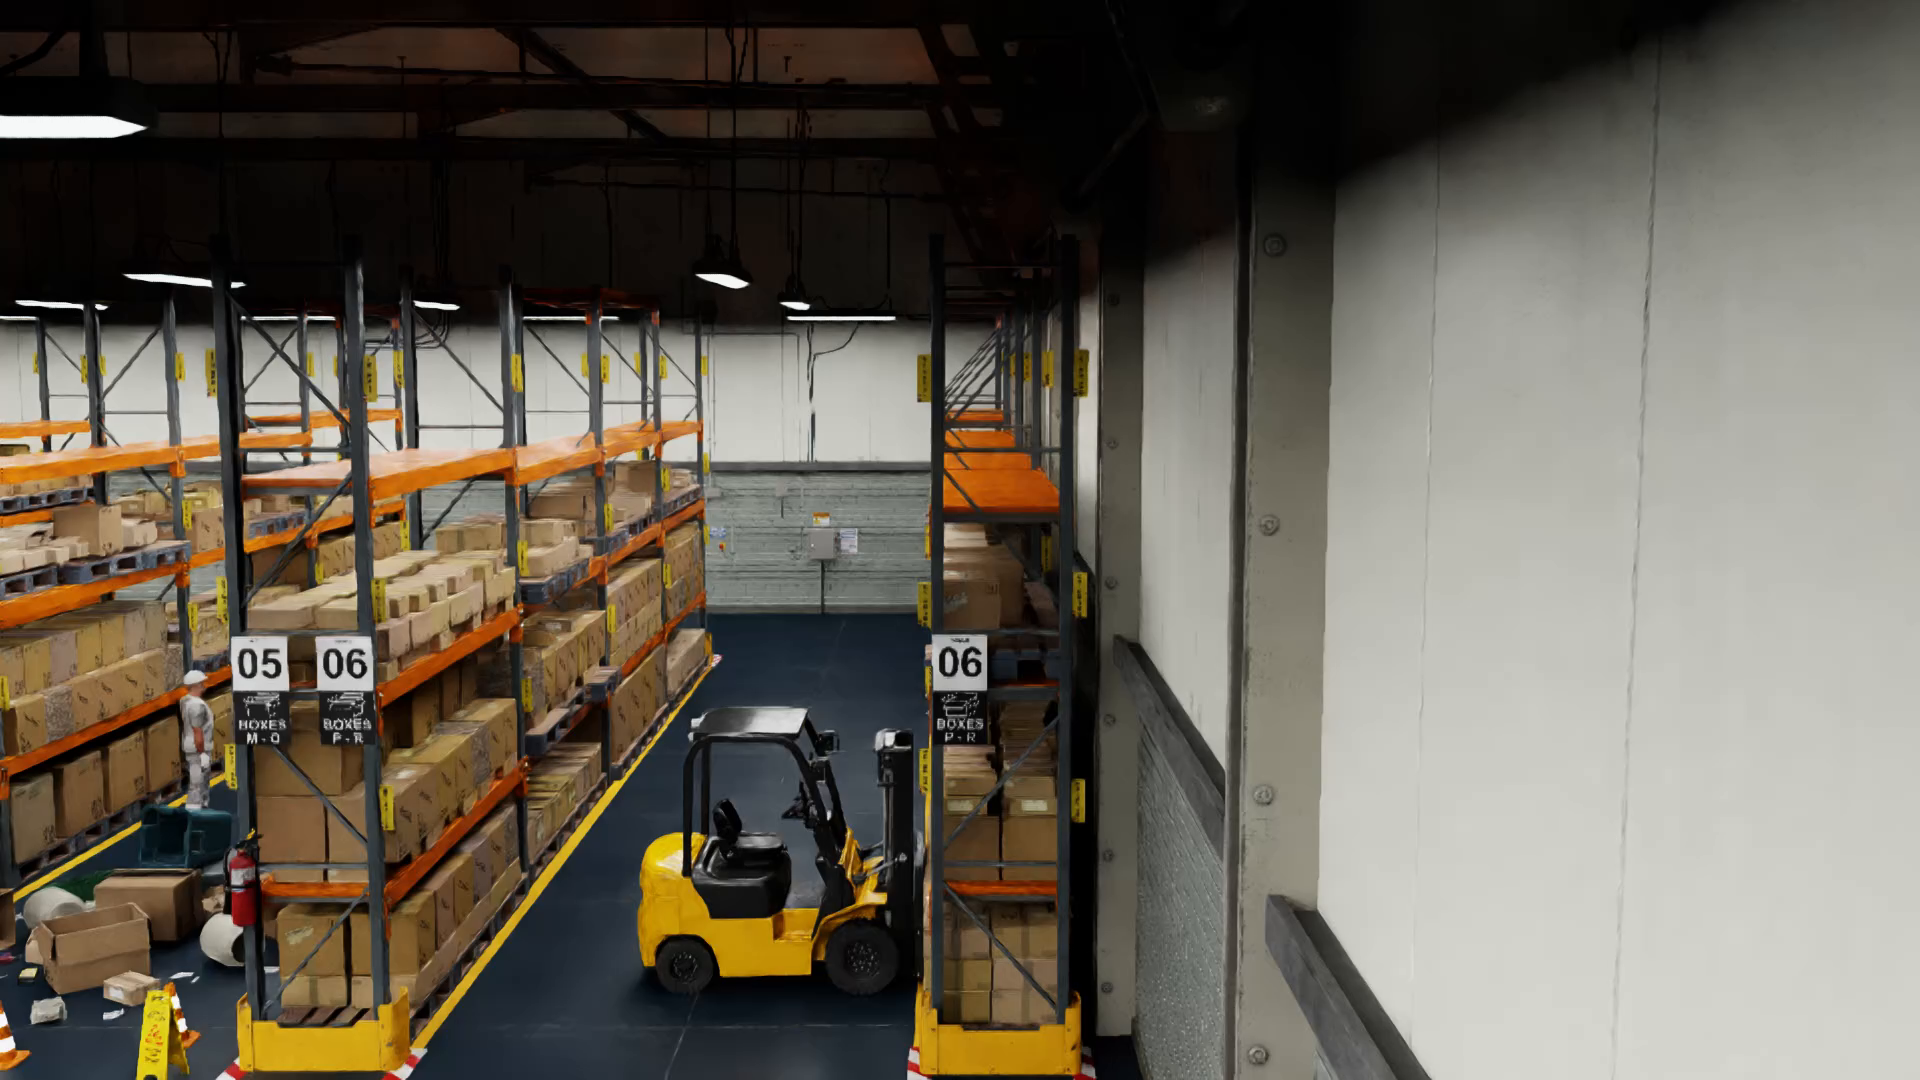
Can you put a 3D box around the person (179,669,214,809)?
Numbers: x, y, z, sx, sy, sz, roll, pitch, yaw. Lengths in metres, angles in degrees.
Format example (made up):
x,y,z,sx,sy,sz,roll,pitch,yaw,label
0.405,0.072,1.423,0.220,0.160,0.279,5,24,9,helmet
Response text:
x,y,z,sx,sy,sz,roll,pitch,yaw,label
-8.180,2.278,17.974,0.451,1.789,0.605,-4,7,-30,person
